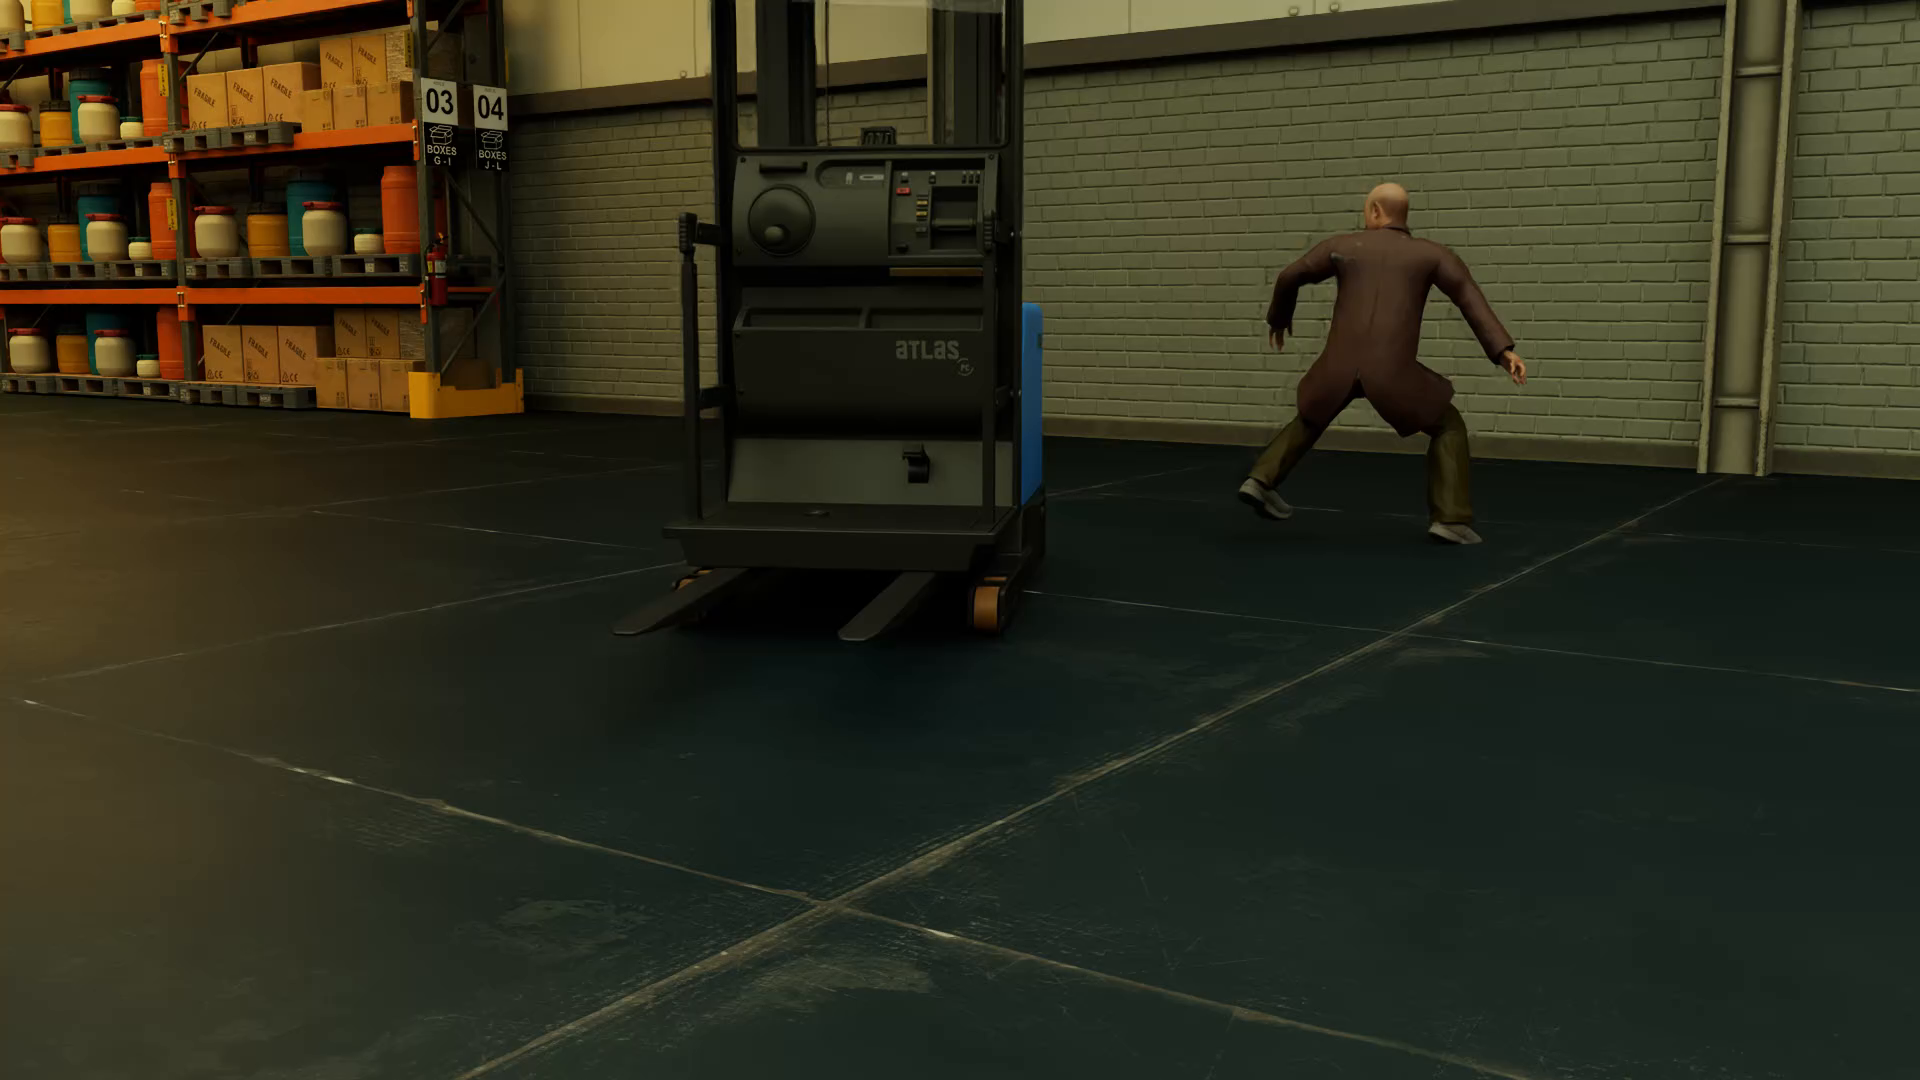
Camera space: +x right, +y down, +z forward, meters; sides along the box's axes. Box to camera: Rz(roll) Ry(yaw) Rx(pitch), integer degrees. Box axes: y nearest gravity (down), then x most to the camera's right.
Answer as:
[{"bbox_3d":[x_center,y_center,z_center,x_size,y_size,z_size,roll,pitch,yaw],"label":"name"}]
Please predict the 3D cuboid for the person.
[{"bbox_3d":[1.924,-0.753,7.464,1.222,1.682,0.567,4,9,27],"label":"person"}]

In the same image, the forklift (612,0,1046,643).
[{"bbox_3d":[-0.359,-1.193,5.584,1.130,2.935,3.031,1,8,8],"label":"forklift"}]
